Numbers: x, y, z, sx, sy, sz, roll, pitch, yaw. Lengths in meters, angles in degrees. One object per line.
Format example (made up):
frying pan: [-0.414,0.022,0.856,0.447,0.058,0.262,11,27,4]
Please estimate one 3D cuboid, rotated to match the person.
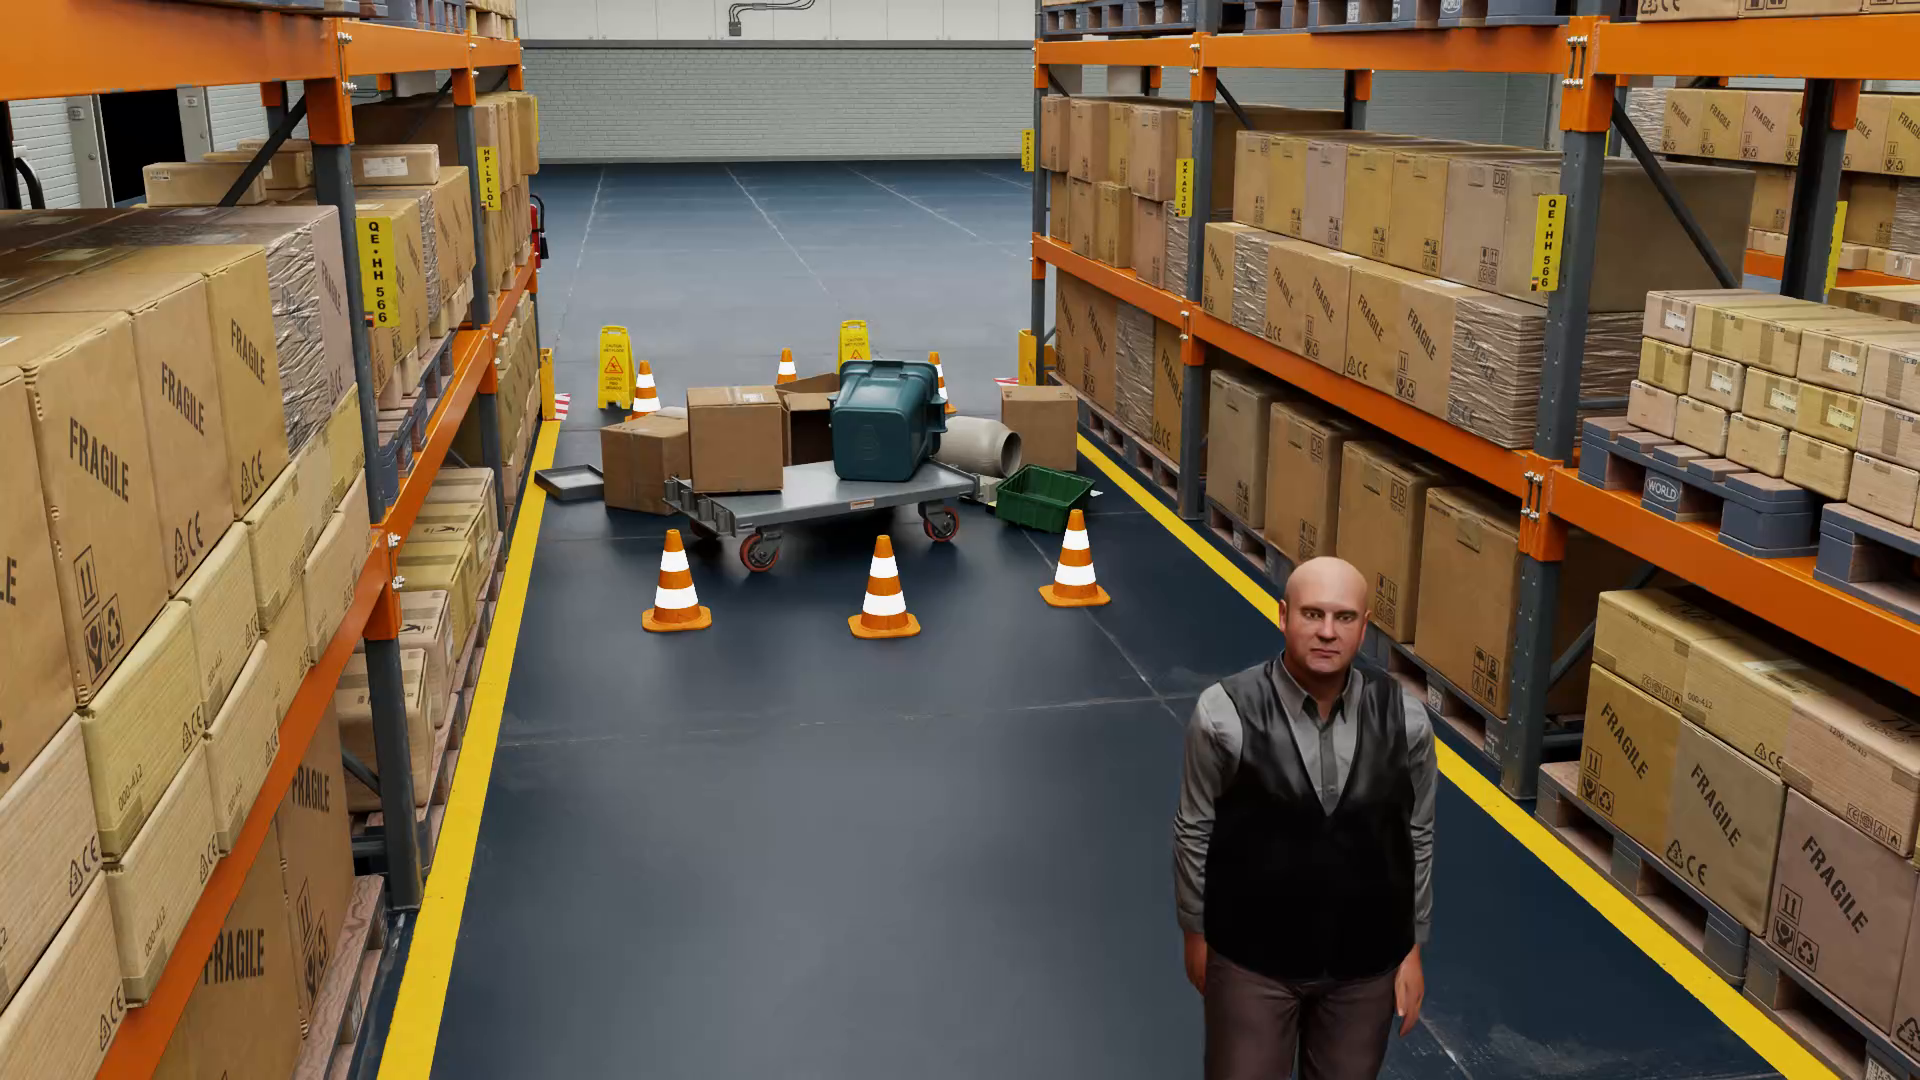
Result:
person: [0.718,0.872,3.502,0.537,1.712,0.483,-1,16,-2]
